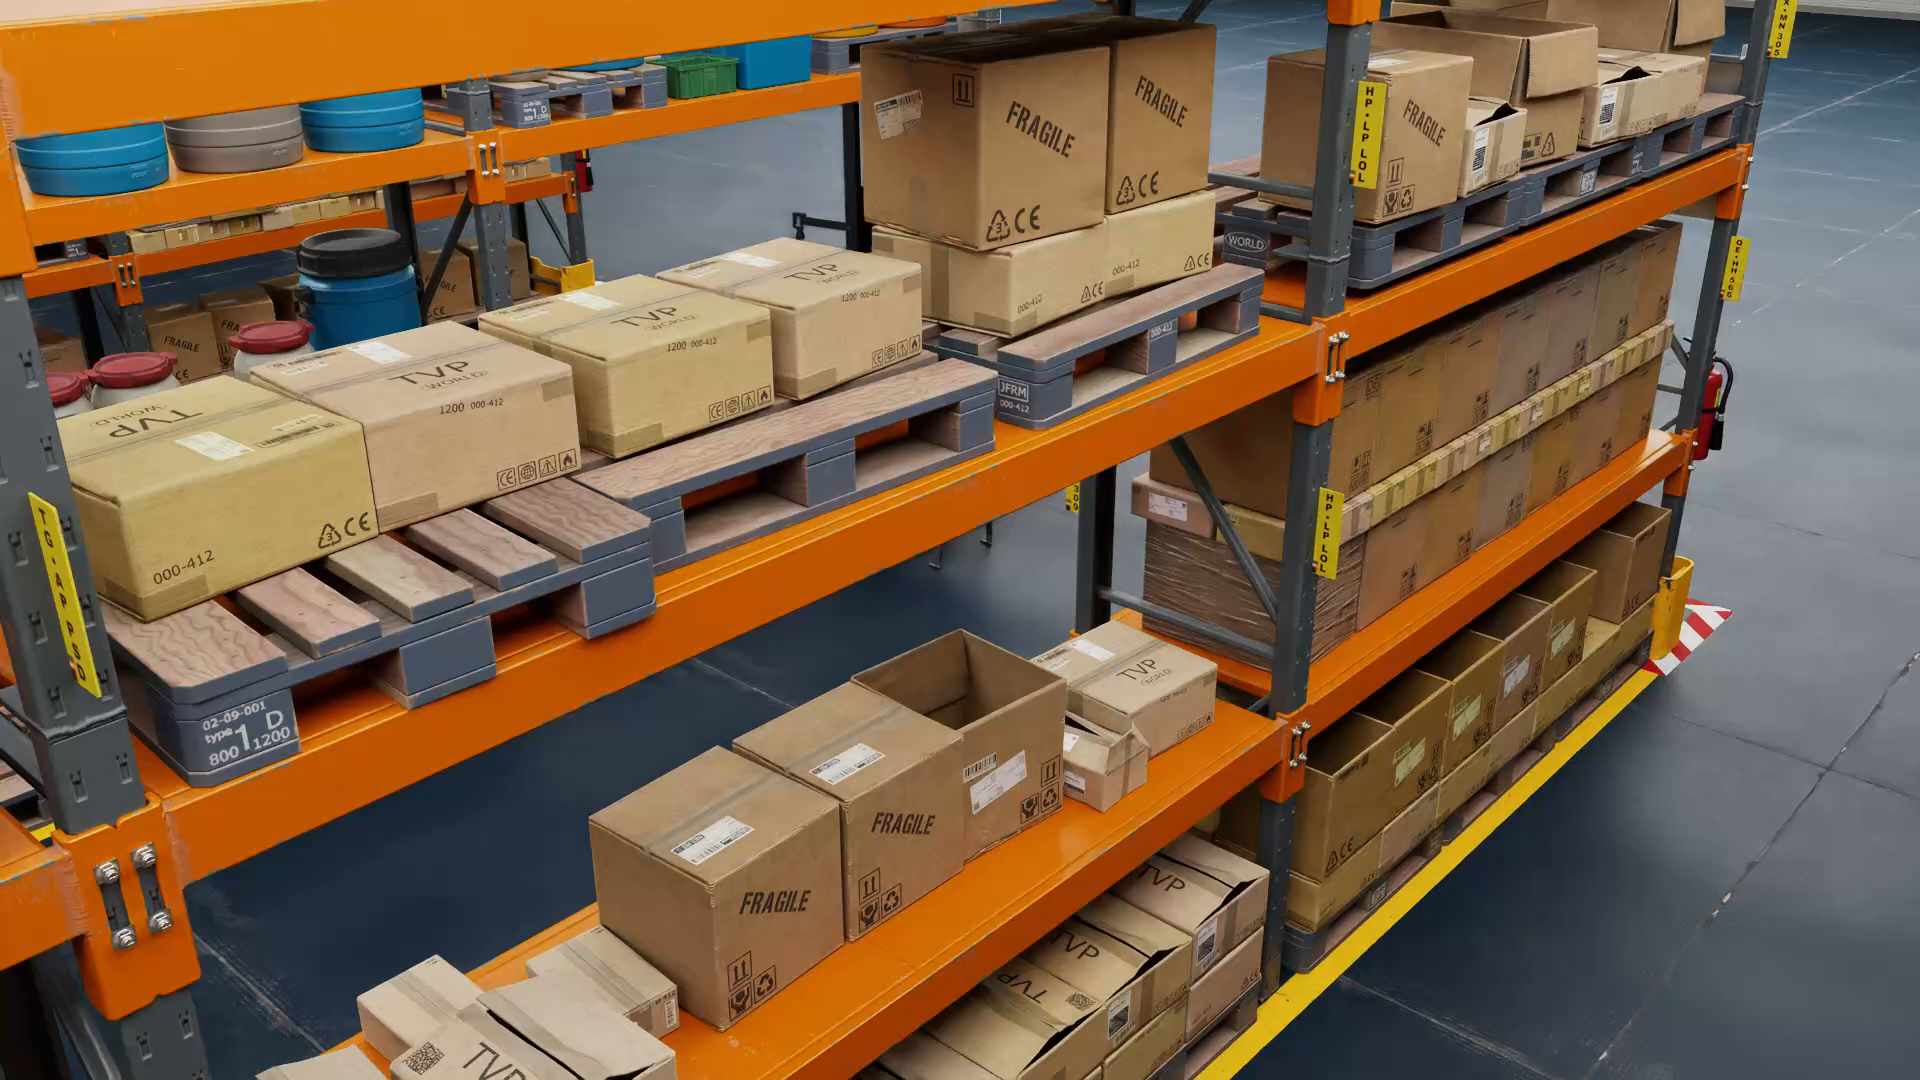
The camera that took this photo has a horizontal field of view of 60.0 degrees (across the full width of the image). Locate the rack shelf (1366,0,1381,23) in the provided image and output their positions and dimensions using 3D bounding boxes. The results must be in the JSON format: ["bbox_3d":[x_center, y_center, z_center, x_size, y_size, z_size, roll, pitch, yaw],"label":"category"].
[{"bbox_3d":[2.207,-2.511,6.719,1.077,0.370,4.000,20,31,38],"label":"rack shelf"}]

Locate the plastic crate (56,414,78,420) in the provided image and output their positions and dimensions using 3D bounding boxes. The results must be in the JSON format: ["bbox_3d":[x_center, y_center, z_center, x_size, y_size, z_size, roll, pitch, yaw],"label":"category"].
[{"bbox_3d":[-4.177,-0.248,7.558,0.402,0.464,0.583,20,31,38],"label":"plastic crate"}]

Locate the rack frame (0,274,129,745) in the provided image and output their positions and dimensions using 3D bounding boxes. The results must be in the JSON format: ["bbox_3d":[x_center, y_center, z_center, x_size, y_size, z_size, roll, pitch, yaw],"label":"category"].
[{"bbox_3d":[-1.797,-1.194,2.413,1.000,3.000,0.127,20,31,38],"label":"rack frame"}]

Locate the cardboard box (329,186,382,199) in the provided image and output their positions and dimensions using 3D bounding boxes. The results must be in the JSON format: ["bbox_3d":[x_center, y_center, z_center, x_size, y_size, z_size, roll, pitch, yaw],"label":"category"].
[{"bbox_3d":[-5.173,-3.146,13.615,0.875,0.500,0.500,20,31,38],"label":"cardboard box"}]

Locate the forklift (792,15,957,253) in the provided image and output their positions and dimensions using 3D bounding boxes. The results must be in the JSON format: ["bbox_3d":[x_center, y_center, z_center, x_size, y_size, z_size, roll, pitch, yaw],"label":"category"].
[{"bbox_3d":[-0.804,-2.824,13.466,3.031,2.935,1.130,13,27,27],"label":"forklift"}]

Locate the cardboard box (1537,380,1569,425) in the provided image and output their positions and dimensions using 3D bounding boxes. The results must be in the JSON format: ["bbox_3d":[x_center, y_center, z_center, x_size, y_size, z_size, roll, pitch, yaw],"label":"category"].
[{"bbox_3d":[2.566,-0.672,7.667,0.380,0.149,0.250,21,32,39],"label":"cardboard box"}]

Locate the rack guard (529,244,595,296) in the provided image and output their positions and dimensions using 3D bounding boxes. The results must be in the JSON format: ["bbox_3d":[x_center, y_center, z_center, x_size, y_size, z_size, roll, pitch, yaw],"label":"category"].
[{"bbox_3d":[-3.883,-2.436,15.572,1.175,0.500,0.348,20,31,38],"label":"rack guard"}]

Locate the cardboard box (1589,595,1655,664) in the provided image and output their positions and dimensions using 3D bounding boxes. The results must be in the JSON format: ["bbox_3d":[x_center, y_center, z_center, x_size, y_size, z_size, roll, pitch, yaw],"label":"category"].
[{"bbox_3d":[3.404,0.414,9.009,0.500,0.250,0.500,20,31,38],"label":"cardboard box"}]

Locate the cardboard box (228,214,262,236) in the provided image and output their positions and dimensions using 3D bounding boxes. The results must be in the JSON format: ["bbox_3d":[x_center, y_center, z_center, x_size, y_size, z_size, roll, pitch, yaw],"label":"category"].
[{"bbox_3d":[-5.652,-2.485,12.932,0.380,0.149,0.250,20,31,38],"label":"cardboard box"}]

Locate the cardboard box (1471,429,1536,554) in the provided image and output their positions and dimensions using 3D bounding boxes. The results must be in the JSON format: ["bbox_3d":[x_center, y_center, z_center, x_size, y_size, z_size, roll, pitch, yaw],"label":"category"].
[{"bbox_3d":[2.190,-0.328,7.693,0.700,0.500,0.500,21,32,39],"label":"cardboard box"}]

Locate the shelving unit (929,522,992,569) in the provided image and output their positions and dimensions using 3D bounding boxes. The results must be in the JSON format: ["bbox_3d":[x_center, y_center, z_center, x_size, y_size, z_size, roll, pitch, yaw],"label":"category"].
[{"bbox_3d":[-0.110,-0.908,10.208,0.431,2.100,0.503,20,31,38],"label":"shelving unit"}]

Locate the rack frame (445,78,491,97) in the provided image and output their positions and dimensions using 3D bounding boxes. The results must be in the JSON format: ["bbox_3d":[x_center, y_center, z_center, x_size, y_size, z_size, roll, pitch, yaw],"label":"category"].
[{"bbox_3d":[-2.814,-3.766,8.150,1.000,3.000,0.127,20,31,38],"label":"rack frame"}]

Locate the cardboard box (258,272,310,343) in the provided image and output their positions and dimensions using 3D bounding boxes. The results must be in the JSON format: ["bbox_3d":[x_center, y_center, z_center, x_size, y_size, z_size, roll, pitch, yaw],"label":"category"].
[{"bbox_3d":[-5.473,-1.930,13.930,0.500,0.500,0.500,17,29,33],"label":"cardboard box"}]

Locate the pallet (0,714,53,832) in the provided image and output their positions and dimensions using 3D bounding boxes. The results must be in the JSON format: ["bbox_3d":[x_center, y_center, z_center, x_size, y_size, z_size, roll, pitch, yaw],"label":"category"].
[{"bbox_3d":[-4.937,1.237,7.733,1.003,0.211,1.213,20,31,38],"label":"pallet"}]

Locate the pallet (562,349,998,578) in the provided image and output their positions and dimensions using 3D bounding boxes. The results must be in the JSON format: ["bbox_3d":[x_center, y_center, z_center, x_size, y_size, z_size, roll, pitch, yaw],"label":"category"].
[{"bbox_3d":[-0.666,-0.311,4.343,1.003,0.211,1.213,22,32,40],"label":"pallet"}]

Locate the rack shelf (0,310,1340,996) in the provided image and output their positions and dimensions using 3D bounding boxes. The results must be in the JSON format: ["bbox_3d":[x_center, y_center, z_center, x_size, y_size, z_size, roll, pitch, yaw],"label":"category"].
[{"bbox_3d":[-0.462,-0.106,4.533,1.077,0.370,4.000,20,31,38],"label":"rack shelf"}]

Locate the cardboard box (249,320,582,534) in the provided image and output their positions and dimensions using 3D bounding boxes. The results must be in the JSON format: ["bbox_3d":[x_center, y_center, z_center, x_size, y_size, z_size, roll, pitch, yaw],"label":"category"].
[{"bbox_3d":[-1.200,-0.266,3.681,0.500,0.250,0.500,21,32,39],"label":"cardboard box"}]

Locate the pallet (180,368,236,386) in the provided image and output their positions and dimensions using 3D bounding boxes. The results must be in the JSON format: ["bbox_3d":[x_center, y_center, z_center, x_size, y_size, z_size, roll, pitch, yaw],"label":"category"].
[{"bbox_3d":[-6.080,-1.323,13.442,1.003,0.211,1.213,20,31,38],"label":"pallet"}]

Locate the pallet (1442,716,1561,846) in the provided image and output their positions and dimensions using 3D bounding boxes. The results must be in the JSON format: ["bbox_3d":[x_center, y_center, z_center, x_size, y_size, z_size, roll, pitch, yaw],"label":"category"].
[{"bbox_3d":[2.249,0.993,8.277,1.003,0.211,1.213,20,31,38],"label":"pallet"}]

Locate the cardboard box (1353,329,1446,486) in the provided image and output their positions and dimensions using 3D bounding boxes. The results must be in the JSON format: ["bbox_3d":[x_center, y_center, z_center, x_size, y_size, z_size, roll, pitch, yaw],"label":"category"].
[{"bbox_3d":[1.500,-0.604,6.722,0.700,0.500,0.500,20,31,37],"label":"cardboard box"}]

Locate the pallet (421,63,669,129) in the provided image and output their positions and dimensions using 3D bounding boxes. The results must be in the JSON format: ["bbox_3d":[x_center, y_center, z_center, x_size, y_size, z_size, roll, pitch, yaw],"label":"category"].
[{"bbox_3d":[-2.405,-2.558,9.352,1.213,0.211,1.003,20,31,38],"label":"pallet"}]

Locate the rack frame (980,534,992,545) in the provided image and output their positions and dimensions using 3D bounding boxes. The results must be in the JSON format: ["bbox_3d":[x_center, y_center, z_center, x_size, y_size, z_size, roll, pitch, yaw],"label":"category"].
[{"bbox_3d":[0.052,-0.982,10.374,0.400,2.100,0.015,20,31,38],"label":"rack frame"}]

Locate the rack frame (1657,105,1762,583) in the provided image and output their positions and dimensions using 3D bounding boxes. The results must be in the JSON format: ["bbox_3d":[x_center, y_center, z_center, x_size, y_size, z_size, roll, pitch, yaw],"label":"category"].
[{"bbox_3d":[3.542,-0.894,9.076,1.000,3.000,0.127,20,31,38],"label":"rack frame"}]

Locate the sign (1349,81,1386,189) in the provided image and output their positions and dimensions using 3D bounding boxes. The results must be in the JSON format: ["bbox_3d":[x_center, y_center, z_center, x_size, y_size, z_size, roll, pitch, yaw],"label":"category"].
[{"bbox_3d":[1.283,-1.278,5.251,0.100,0.325,0.005,20,31,38],"label":"sign"}]

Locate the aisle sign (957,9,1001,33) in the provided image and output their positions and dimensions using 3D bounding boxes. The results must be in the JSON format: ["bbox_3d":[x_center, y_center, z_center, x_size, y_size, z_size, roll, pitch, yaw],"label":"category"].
[{"bbox_3d":[0.125,-3.374,11.432,0.394,0.787,0.004,20,31,38],"label":"aisle sign"}]

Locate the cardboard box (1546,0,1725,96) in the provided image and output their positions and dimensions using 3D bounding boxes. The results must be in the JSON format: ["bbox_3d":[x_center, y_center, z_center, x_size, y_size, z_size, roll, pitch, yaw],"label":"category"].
[{"bbox_3d":[3.156,-2.391,7.939,0.637,0.503,0.797,-22,32,-39],"label":"cardboard box"}]

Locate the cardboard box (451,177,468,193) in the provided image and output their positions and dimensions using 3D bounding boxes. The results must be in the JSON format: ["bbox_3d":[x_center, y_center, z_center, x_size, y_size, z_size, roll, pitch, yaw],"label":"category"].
[{"bbox_3d":[-4.343,-3.104,14.313,0.380,0.149,0.250,20,31,38],"label":"cardboard box"}]

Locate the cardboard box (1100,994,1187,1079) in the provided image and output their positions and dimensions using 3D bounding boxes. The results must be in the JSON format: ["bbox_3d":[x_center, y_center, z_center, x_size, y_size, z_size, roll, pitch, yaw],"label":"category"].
[{"bbox_3d":[0.473,1.747,6.034,0.500,0.250,0.500,20,31,37],"label":"cardboard box"}]

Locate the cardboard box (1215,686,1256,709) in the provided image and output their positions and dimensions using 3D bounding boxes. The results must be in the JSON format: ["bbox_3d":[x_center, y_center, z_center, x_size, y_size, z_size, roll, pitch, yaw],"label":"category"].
[{"bbox_3d":[1.362,0.696,7.462,0.500,0.500,0.500,20,31,38],"label":"cardboard box"}]

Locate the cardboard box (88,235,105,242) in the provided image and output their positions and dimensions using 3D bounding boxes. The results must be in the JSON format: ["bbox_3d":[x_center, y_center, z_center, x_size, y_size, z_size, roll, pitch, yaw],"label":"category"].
[{"bbox_3d":[-6.577,-2.412,12.770,0.380,0.149,0.250,20,31,38],"label":"cardboard box"}]

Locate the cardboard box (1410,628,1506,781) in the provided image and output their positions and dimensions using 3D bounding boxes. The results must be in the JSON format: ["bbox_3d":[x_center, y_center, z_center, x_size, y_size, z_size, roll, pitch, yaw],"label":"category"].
[{"bbox_3d":[2.083,0.686,7.486,0.500,0.500,0.500,20,31,38],"label":"cardboard box"}]

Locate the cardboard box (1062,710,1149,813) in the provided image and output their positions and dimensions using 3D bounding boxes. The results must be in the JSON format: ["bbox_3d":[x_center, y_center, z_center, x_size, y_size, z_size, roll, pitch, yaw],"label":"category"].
[{"bbox_3d":[0.423,0.705,5.677,0.396,0.266,0.258,19,31,36],"label":"cardboard box"}]

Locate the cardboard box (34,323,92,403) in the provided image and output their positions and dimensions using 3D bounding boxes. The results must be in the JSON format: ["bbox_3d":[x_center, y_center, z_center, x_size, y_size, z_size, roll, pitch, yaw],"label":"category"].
[{"bbox_3d":[-6.928,-1.260,12.411,0.700,0.500,0.500,17,29,34],"label":"cardboard box"}]

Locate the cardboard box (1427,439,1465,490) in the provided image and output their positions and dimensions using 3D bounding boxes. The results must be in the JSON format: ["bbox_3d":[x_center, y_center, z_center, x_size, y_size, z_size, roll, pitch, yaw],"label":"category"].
[{"bbox_3d":[1.877,-0.357,6.965,0.380,0.149,0.250,19,30,36],"label":"cardboard box"}]

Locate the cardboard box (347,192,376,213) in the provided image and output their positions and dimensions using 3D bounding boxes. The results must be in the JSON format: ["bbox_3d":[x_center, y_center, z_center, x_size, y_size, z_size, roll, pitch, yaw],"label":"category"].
[{"bbox_3d":[-5.010,-2.799,13.633,0.380,0.149,0.250,20,31,38],"label":"cardboard box"}]

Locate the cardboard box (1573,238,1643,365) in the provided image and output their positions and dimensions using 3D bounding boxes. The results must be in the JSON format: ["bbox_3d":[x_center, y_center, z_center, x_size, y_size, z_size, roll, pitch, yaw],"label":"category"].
[{"bbox_3d":[2.839,-1.215,8.085,0.700,0.500,0.500,19,30,36],"label":"cardboard box"}]

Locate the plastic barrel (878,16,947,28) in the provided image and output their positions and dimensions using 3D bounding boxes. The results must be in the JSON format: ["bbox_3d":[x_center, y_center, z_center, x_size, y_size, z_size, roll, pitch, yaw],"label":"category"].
[{"bbox_3d":[-0.374,-3.821,10.900,0.600,0.830,0.708,20,31,38],"label":"plastic barrel"}]

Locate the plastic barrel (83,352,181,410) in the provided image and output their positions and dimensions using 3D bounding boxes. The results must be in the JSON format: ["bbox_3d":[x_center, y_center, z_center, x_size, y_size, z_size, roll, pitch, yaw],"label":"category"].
[{"bbox_3d":[-4.105,-0.635,8.335,0.433,0.535,0.433,0,24,0],"label":"plastic barrel"}]

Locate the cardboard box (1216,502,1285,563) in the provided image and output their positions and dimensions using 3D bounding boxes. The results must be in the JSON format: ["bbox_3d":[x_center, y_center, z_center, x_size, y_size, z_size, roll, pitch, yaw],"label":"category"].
[{"bbox_3d":[1.196,-0.045,6.270,0.380,0.149,0.250,20,31,37],"label":"cardboard box"}]

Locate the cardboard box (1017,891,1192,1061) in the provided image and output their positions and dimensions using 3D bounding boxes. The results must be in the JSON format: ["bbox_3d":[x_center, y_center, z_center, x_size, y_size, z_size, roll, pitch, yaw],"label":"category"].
[{"bbox_3d":[0.473,1.494,5.913,0.500,0.311,0.500,21,32,39],"label":"cardboard box"}]

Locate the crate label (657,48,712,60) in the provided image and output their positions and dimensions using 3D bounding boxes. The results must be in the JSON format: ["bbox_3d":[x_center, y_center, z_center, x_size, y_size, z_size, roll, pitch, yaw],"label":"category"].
[{"bbox_3d":[-1.639,-3.068,10.442,0.502,0.251,0.408,20,31,38],"label":"crate label"}]

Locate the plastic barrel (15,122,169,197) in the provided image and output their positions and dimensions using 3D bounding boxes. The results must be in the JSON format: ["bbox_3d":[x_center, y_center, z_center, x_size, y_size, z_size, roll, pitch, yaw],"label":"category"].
[{"bbox_3d":[-3.864,-2.013,7.295,0.600,0.901,0.708,20,31,38],"label":"plastic barrel"}]

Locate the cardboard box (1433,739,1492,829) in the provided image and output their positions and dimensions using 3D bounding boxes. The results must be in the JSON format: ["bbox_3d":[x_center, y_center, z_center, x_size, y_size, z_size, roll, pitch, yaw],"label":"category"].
[{"bbox_3d":[2.083,1.028,7.639,0.500,0.250,0.500,20,31,38],"label":"cardboard box"}]

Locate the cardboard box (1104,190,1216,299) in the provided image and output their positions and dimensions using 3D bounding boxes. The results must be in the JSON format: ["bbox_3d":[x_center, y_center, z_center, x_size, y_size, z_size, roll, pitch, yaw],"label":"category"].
[{"bbox_3d":[0.454,-0.982,5.277,0.500,0.250,0.500,-20,31,-38],"label":"cardboard box"}]

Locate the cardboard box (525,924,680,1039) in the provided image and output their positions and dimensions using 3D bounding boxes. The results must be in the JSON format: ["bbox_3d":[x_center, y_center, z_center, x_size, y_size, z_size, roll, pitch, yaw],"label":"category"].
[{"bbox_3d":[-0.988,1.255,4.593,0.250,0.149,0.380,-21,32,-39],"label":"cardboard box"}]

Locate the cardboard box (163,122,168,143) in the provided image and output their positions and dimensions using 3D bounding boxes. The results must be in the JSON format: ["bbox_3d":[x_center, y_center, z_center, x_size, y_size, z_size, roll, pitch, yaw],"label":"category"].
[{"bbox_3d":[-6.012,-3.086,12.259,0.500,0.500,0.500,20,31,38],"label":"cardboard box"}]

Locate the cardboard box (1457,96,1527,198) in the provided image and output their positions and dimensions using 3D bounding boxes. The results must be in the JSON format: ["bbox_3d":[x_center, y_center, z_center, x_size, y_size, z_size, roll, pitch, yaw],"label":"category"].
[{"bbox_3d":[1.766,-1.504,6.197,0.500,0.311,0.500,18,30,35],"label":"cardboard box"}]

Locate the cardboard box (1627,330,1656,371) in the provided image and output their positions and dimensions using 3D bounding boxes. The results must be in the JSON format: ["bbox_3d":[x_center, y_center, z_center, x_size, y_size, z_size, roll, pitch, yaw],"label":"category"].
[{"bbox_3d":[3.255,-0.987,8.369,0.380,0.149,0.250,21,32,39],"label":"cardboard box"}]

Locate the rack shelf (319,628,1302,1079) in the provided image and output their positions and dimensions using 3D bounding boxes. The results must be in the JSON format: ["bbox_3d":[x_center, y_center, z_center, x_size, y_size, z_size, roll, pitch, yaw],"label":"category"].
[{"bbox_3d":[-0.462,1.263,5.147,1.077,0.370,4.000,20,31,38],"label":"rack shelf"}]
